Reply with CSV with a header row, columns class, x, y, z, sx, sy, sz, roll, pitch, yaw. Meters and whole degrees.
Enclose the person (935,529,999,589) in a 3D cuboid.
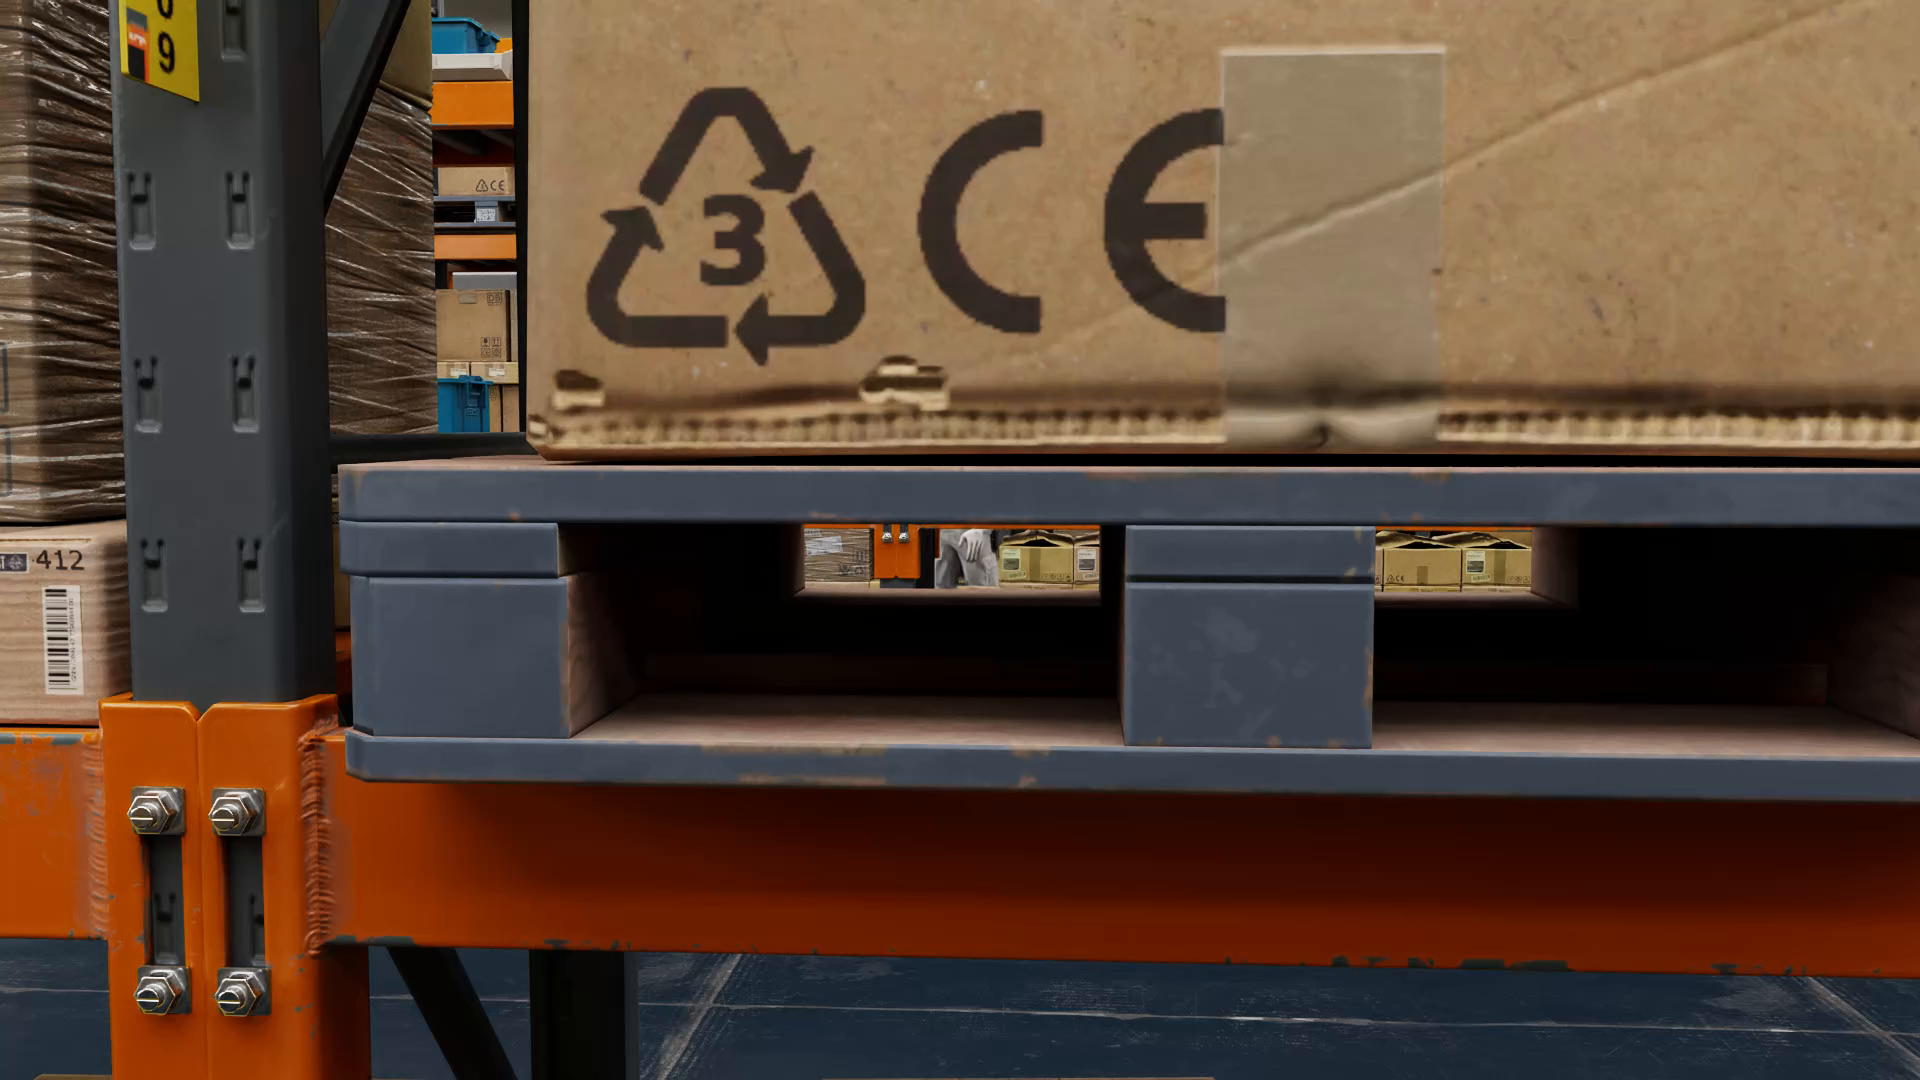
class,x,y,z,sx,sy,sz,roll,pitch,yaw
person,-0.056,-0.033,9.532,0.635,1.792,0.673,-3,5,-40
